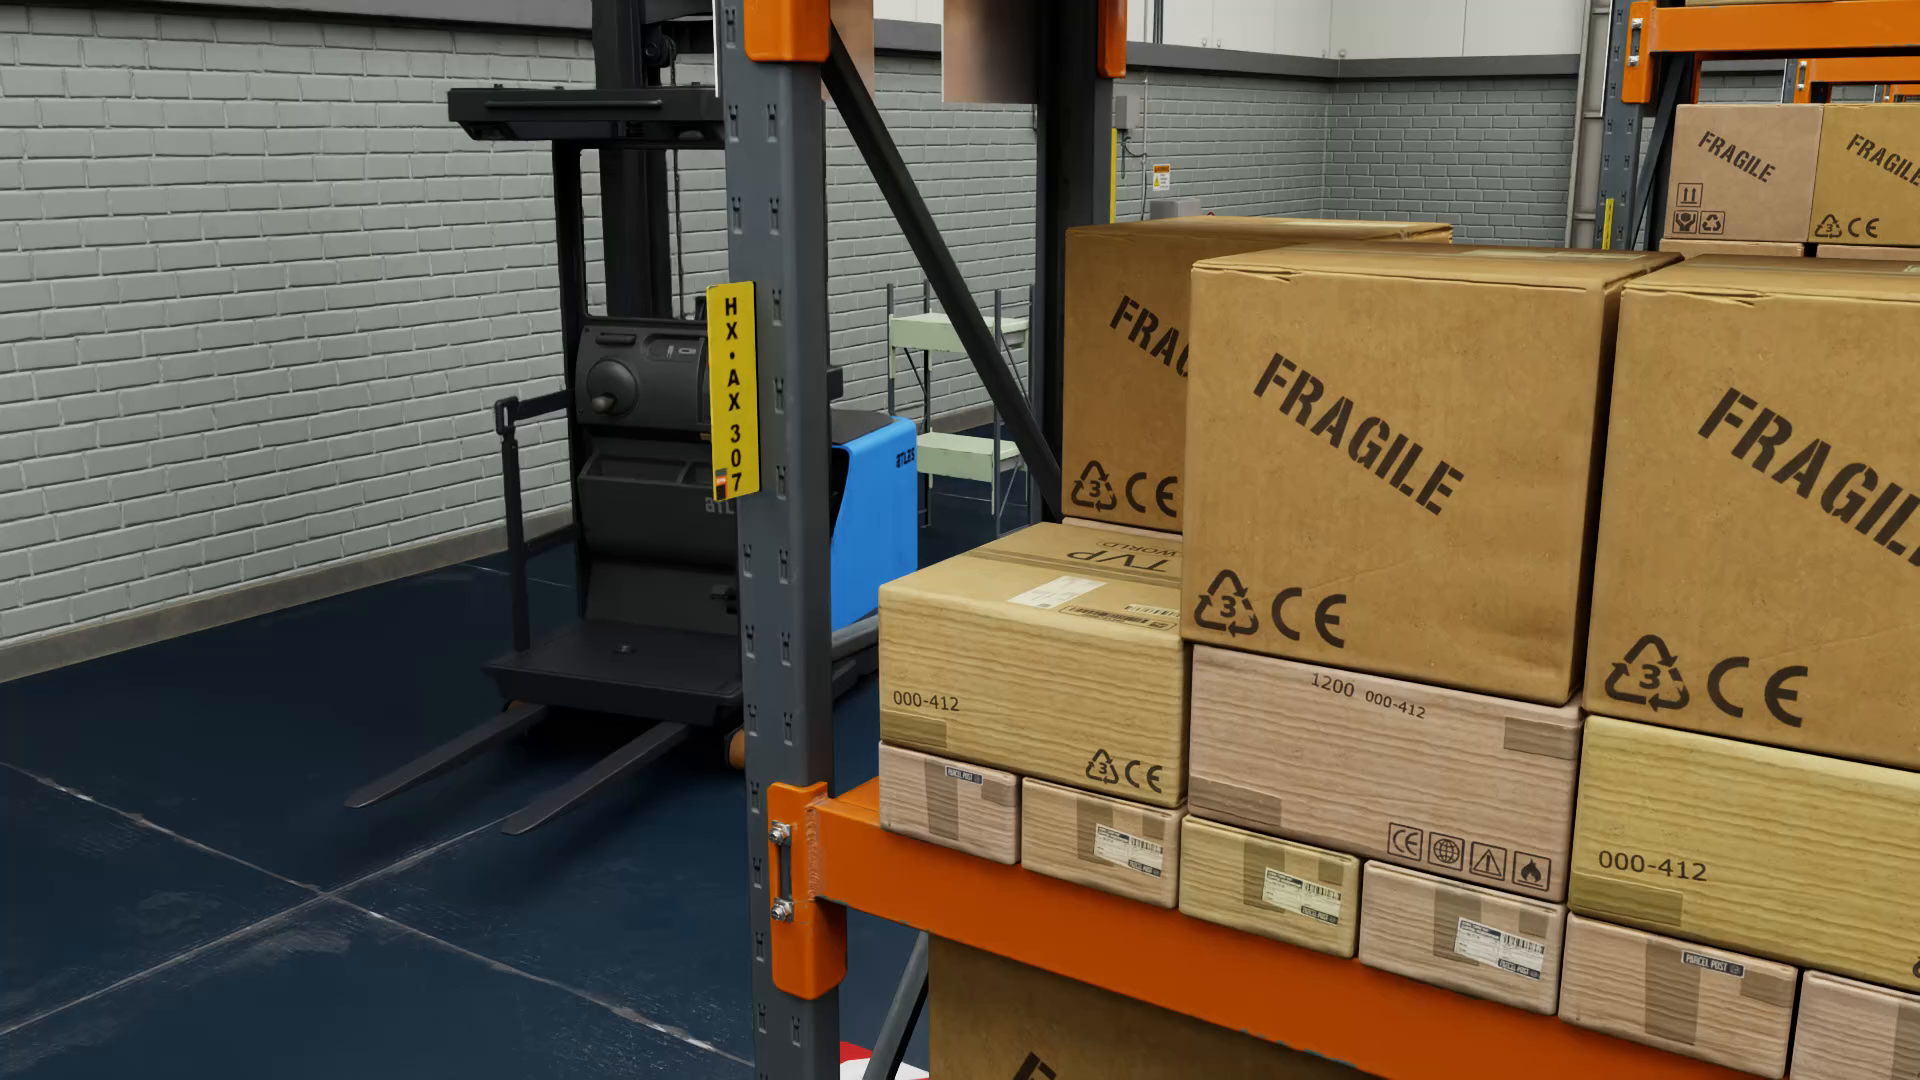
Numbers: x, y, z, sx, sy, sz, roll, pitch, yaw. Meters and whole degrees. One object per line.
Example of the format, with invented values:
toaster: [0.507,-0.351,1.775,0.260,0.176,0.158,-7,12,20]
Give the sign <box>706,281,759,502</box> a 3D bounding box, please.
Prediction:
sign: [-0.344,-0.225,2.525,0.005,0.325,0.100,9,17,33]

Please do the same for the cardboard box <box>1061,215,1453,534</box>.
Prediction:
cardboard box: [0.522,-0.299,2.922,0.500,0.500,0.500,9,17,33]

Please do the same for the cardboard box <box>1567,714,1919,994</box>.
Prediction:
cardboard box: [1.069,0.306,2.036,0.500,0.250,0.500,9,16,31]

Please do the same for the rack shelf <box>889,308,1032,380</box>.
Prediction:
rack shelf: [0.006,-1.106,9.546,0.720,0.370,0.431,9,17,33]

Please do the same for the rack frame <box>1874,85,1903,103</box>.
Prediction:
rack frame: [8.269,-2.843,15.065,0.127,3.000,1.000,9,17,33]

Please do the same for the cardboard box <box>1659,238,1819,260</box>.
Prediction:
cardboard box: [3.041,-0.930,6.509,0.500,0.500,0.500,10,17,35]

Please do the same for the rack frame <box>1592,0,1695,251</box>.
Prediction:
rack frame: [2.823,-0.852,7.023,0.127,3.000,1.000,9,17,33]

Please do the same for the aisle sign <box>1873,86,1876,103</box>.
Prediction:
aisle sign: [8.048,-4.055,14.553,0.004,0.787,0.394,9,17,33]

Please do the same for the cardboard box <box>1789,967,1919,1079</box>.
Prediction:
cardboard box: [1.150,0.531,1.960,0.250,0.149,0.380,9,16,32]

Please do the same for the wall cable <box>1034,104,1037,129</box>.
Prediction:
wall cable: [0.810,-3.113,13.975,0.123,1.953,0.585,9,17,33]

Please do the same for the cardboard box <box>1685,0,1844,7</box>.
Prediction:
cardboard box: [3.053,-2.124,6.231,0.500,0.250,0.500,10,17,35]

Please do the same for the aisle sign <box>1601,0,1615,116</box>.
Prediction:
aisle sign: [2.595,-2.064,6.508,0.004,0.787,0.394,9,17,33]

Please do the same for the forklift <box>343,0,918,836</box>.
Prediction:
forklift: [-1.171,-0.656,6.375,1.130,2.935,3.031,5,15,20]

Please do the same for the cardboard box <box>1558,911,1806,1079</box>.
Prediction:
cardboard box: [0.935,0.496,2.099,0.250,0.149,0.380,9,16,32]

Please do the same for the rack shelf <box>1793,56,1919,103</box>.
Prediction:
rack shelf: [7.161,-2.691,9.707,4.000,0.370,1.077,9,17,33]

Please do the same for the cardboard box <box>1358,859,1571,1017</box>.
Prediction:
cardboard box: [0.725,0.462,2.238,0.250,0.149,0.380,9,16,32]

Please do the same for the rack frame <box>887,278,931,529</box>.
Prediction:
rack frame: [-0.298,-0.776,9.838,0.023,1.500,0.400,9,17,33]

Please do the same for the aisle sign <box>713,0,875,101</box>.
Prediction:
aisle sign: [-0.256,-1.088,2.568,0.004,0.787,0.394,9,17,33]

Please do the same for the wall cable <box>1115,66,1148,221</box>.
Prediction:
wall cable: [1.592,-3.382,15.127,0.122,1.984,0.588,9,17,33]

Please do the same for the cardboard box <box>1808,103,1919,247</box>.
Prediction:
cardboard box: [3.470,-1.351,6.130,0.500,0.500,0.500,10,17,34]

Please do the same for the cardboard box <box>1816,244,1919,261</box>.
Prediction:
cardboard box: [3.500,-0.863,6.240,0.500,0.500,0.500,9,17,33]

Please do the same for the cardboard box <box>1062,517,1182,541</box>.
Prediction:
cardboard box: [0.521,0.064,3.016,0.500,0.250,0.500,9,16,32]

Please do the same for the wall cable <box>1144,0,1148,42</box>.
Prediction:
wall cable: [1.047,-5.621,13.803,0.029,3.000,2.355,9,17,33]

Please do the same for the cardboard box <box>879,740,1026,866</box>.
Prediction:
cardboard box: [0.081,0.359,2.655,0.250,0.149,0.380,9,17,33]

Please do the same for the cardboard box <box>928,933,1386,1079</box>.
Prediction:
cardboard box: [0.547,1.021,3.005,0.875,0.875,0.875,9,17,33]

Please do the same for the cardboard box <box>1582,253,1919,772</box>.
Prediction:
cardboard box: [1.067,-0.059,1.951,0.500,0.500,0.500,9,16,31]

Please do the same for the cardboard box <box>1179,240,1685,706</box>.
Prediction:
cardboard box: [0.633,-0.127,2.226,0.500,0.500,0.500,9,16,31]

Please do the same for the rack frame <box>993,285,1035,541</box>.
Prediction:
rack frame: [0.309,-0.678,9.441,0.023,1.500,0.400,9,17,33]

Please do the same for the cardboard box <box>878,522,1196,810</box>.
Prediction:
cardboard box: [0.219,0.170,2.587,0.500,0.250,0.500,9,16,31]

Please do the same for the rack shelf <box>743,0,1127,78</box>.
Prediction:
rack shelf: [1.631,-0.715,1.725,4.000,0.370,1.077,9,17,33]

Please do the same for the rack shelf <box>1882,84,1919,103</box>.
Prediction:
rack shelf: [9.928,-3.681,13.707,4.000,0.370,1.077,9,17,33]

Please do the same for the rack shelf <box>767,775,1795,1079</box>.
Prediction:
rack shelf: [1.631,0.741,2.085,4.000,0.370,1.077,9,17,33]

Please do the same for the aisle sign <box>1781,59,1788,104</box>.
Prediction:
aisle sign: [5.280,-3.066,10.558,0.004,0.787,0.394,9,17,33]

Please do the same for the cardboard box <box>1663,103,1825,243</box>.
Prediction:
cardboard box: [3.047,-1.417,6.398,0.500,0.500,0.500,9,17,32]

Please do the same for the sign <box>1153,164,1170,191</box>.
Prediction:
sign: [1.901,-3.421,15.682,0.001,0.242,0.339,9,17,33]

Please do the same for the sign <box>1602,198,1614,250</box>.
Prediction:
sign: [2.520,-1.164,6.482,0.005,0.325,0.100,9,17,33]

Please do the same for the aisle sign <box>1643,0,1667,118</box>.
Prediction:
aisle sign: [2.930,-2.184,6.992,0.004,0.787,0.394,9,17,33]

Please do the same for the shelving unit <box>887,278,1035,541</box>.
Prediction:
shelving unit: [0.006,-0.727,9.639,0.755,1.500,0.431,9,17,33]

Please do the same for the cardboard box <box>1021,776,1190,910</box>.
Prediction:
cardboard box: [0.295,0.393,2.517,0.250,0.149,0.380,9,16,32]

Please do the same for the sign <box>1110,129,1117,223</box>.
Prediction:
sign: [0.285,-0.660,3.344,0.005,0.325,0.100,9,17,33]

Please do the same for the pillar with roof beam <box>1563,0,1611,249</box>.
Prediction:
pillar with roof beam: [4.132,-5.438,13.063,0.400,9.000,9.100,9,17,33]

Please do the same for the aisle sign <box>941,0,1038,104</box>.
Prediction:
aisle sign: [0.079,-1.208,3.051,0.004,0.787,0.394,9,17,33]

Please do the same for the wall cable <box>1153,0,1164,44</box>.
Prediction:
wall cable: [2.633,-6.190,16.022,0.133,3.039,2.988,9,17,33]

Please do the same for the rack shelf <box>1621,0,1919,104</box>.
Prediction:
rack shelf: [4.483,-1.691,5.665,4.000,0.370,1.077,9,17,33]

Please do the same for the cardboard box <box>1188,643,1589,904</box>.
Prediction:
cardboard box: [0.654,0.238,2.311,0.500,0.250,0.500,9,16,32]

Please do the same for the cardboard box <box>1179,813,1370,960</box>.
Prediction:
cardboard box: [0.508,0.427,2.378,0.250,0.149,0.380,9,16,31]

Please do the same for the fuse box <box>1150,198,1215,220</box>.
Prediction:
fuse box: [2.103,-2.378,15.868,0.414,1.711,0.539,9,17,33]

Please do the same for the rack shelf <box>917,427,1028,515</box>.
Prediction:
rack shelf: [0.006,-0.411,9.718,0.720,0.370,0.431,9,17,33]

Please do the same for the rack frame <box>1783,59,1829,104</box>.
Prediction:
rack frame: [5.502,-1.853,11.065,0.127,3.000,1.000,9,17,33]
